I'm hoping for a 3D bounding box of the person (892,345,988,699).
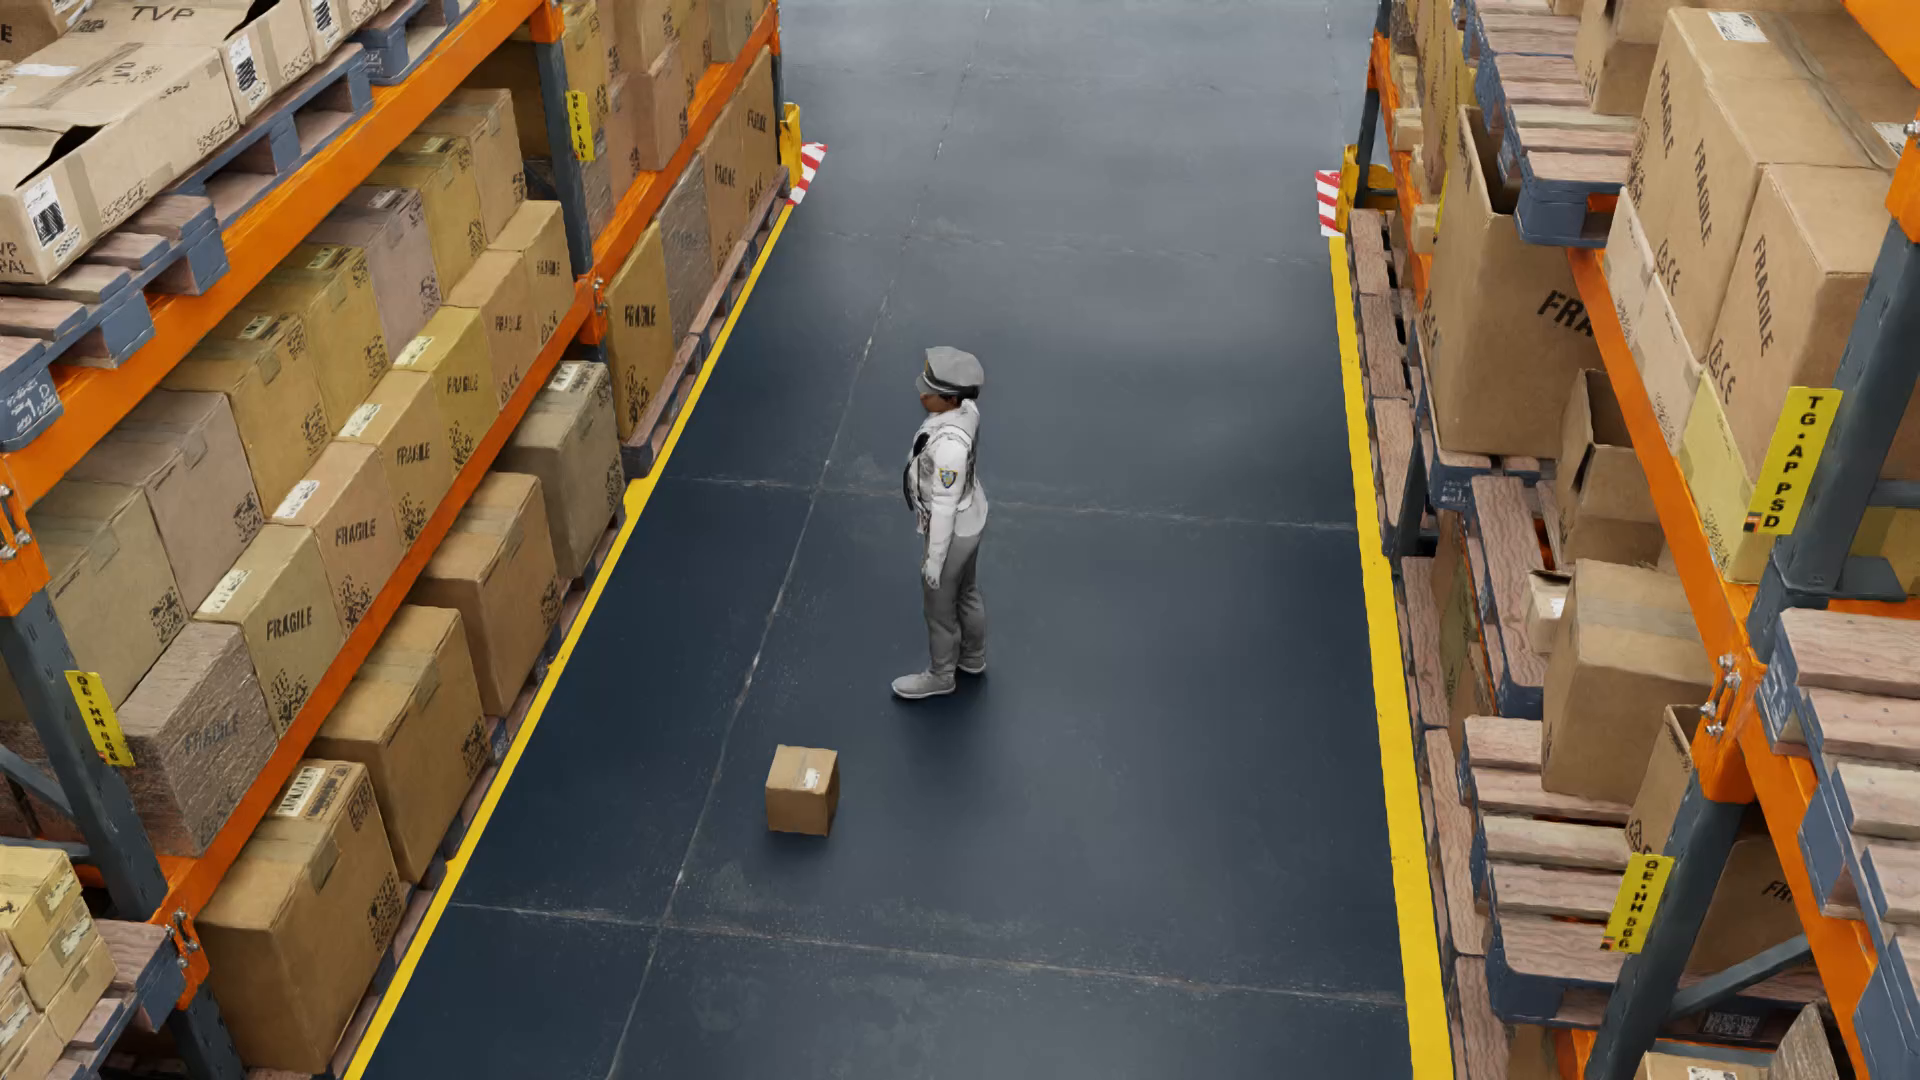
[{"bbox_3d":[-0.084,-0.065,7.077,0.404,1.685,0.569,5,37,7],"label":"person"}]
